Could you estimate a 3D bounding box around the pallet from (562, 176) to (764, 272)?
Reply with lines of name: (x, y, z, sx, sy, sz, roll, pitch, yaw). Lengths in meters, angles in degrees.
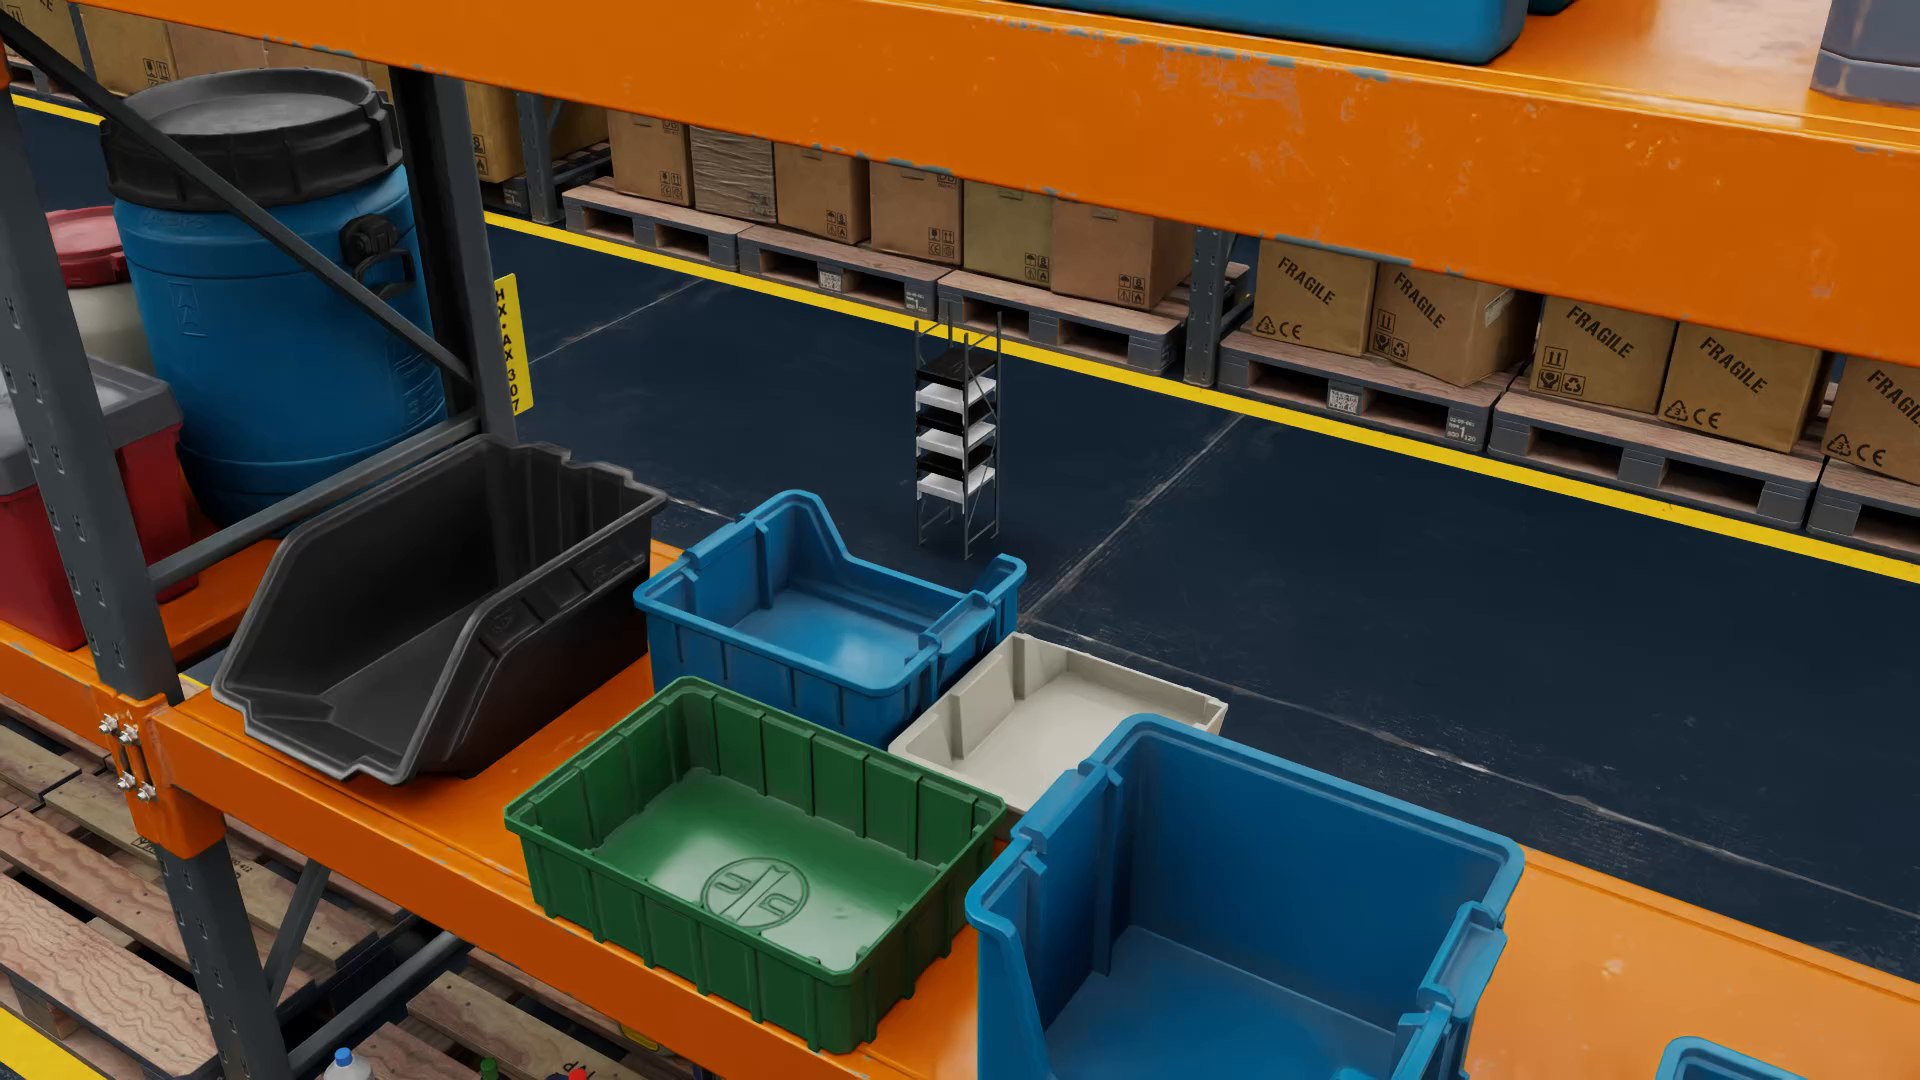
pallet: (-1.412, -1.850, 9.212, 1.213, 0.211, 1.003, 18, 35, 27)

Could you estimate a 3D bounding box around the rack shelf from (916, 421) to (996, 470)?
rack shelf: (-0.007, -0.362, 6.044, 0.200, 0.077, 0.258, 18, 35, 27)

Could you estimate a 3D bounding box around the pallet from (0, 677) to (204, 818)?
pallet: (-3.042, 0.605, 5.003, 1.213, 0.211, 1.003, 18, 35, 27)

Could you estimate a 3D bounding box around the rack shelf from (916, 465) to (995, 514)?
rack shelf: (-0.007, -0.207, 6.134, 0.200, 0.077, 0.258, 18, 35, 27)

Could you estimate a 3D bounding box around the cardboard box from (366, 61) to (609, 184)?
cardboard box: (-2.646, -2.722, 9.631, 0.875, 0.875, 1.225, 16, 34, 25)

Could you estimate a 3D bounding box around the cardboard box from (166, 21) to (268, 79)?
cardboard box: (-4.151, -3.198, 10.447, 0.875, 0.875, 1.225, 16, 34, 26)

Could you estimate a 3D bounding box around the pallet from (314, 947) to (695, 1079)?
pallet: (-0.772, 1.323, 3.773, 1.213, 0.211, 1.003, 18, 35, 27)

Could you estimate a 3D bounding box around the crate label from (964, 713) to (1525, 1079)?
crate label: (0.367, 0.599, 2.211, 0.616, 0.435, 0.502, 18, 35, 27)

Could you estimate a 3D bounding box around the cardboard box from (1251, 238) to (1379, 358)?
cardboard box: (1.632, -1.171, 7.344, 0.500, 0.500, 0.500, 16, 34, 26)

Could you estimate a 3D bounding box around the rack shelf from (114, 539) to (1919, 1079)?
rack shelf: (0.376, 0.767, 2.672, 4.000, 0.370, 1.077, 18, 35, 27)

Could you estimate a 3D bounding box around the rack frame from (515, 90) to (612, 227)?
rack frame: (-2.073, -3.265, 8.869, 0.127, 3.000, 1.000, 18, 35, 27)

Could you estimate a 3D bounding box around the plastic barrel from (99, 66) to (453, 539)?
plastic barrel: (-1.484, -0.528, 3.682, 0.708, 0.901, 0.600, 18, 35, 27)

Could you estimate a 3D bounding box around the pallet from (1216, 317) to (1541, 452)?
pallet: (1.902, -0.824, 7.453, 1.213, 0.211, 1.003, 18, 35, 27)

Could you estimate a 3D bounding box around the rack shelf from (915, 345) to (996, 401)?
rack shelf: (-0.007, -0.595, 5.908, 0.200, 0.077, 0.258, 18, 35, 27)

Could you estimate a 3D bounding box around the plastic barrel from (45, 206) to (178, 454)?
plastic barrel: (-2.012, -0.488, 3.975, 0.433, 0.535, 0.433, 0, 30, 0)

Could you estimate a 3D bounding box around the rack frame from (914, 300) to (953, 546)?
rack frame: (-0.093, -0.418, 6.074, 0.006, 0.900, 0.240, 18, 35, 27)

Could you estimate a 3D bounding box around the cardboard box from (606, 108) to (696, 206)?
cardboard box: (-1.495, -2.204, 9.095, 0.500, 0.500, 0.700, 16, 34, 25)

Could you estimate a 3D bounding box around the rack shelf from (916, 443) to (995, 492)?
rack shelf: (-0.007, -0.284, 6.089, 0.200, 0.077, 0.258, 18, 35, 27)

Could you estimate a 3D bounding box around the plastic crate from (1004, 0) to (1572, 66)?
plastic crate: (0.294, -0.679, 1.476, 0.575, 0.384, 0.392, 18, 35, 27)

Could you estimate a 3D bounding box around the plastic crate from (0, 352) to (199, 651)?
plastic crate: (-1.891, -0.106, 3.391, 0.583, 0.464, 0.402, 18, 35, 27)

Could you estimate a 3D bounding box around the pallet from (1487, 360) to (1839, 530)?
pallet: (2.940, -0.497, 6.893, 1.213, 0.211, 1.003, 18, 35, 27)

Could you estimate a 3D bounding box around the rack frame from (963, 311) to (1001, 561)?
rack frame: (0.079, -0.364, 5.980, 0.006, 0.900, 0.240, 18, 35, 27)

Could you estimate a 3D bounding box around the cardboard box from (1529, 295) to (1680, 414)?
cardboard box: (2.689, -0.888, 6.859, 0.500, 0.500, 0.500, 14, 33, 23)

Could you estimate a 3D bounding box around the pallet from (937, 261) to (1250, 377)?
pallet: (0.655, -1.197, 8.092, 1.213, 0.211, 1.003, 18, 35, 27)

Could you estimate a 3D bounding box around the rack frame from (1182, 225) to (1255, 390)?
rack frame: (1.315, -2.193, 7.032, 0.127, 3.000, 1.000, 18, 35, 27)

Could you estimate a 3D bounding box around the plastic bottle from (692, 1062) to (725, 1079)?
plastic bottle: (-0.515, 1.078, 3.692, 0.135, 0.276, 0.152, 18, 35, 27)

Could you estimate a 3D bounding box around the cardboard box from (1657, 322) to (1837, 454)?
cardboard box: (3.138, -0.719, 6.570, 0.500, 0.500, 0.500, 21, 36, 32)

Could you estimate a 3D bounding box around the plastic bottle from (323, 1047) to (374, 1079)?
plastic bottle: (-1.281, 1.182, 3.519, 0.097, 0.271, 0.097, 0, 30, 0)

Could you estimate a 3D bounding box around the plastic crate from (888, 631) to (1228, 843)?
plastic crate: (0.192, 0.362, 2.915, 0.437, 0.136, 0.530, 18, 35, 27)

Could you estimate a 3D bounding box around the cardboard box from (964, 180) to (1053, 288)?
cardboard box: (0.412, -1.613, 8.082, 0.500, 0.500, 0.700, 17, 34, 27)

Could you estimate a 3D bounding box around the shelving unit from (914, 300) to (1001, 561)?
shelving unit: (-0.007, -0.391, 6.027, 0.210, 0.900, 0.258, 18, 35, 27)

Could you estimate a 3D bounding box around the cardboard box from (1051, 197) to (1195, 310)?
cardboard box: (0.806, -1.477, 7.849, 0.500, 0.500, 0.700, 15, 33, 24)

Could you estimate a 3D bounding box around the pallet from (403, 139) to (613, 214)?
pallet: (-2.701, -2.304, 9.989, 1.213, 0.211, 1.003, 18, 35, 27)

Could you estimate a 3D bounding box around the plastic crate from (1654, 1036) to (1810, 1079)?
plastic crate: (0.940, 0.874, 1.923, 0.408, 0.251, 0.499, 18, 35, 27)

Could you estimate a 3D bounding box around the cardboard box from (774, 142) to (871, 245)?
cardboard box: (-0.534, -1.912, 8.595, 0.500, 0.500, 0.700, 21, 36, 31)

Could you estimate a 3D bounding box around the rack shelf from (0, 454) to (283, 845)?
rack shelf: (-3.012, -0.304, 4.509, 4.000, 0.370, 1.077, 18, 35, 27)

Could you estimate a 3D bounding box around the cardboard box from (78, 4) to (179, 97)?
cardboard box: (-4.908, -3.437, 10.856, 0.875, 0.875, 1.225, 18, 35, 27)

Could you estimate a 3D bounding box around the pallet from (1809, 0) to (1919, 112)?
pallet: (1.421, -0.485, 1.315, 1.213, 0.211, 1.003, 18, 35, 27)

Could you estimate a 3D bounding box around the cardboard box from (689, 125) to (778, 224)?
cardboard box: (-1.018, -2.061, 8.850, 0.500, 0.500, 0.700, 15, 33, 23)

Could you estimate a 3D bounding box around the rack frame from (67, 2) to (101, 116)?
rack frame: (-5.461, -4.336, 10.706, 0.127, 3.000, 1.000, 18, 35, 27)

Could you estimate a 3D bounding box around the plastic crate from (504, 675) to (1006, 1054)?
plastic crate: (-0.319, 0.496, 2.633, 0.662, 0.188, 0.450, 18, 35, 27)

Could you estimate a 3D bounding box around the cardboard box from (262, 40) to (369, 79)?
cardboard box: (-3.397, -2.964, 10.046, 0.875, 0.875, 1.225, 18, 35, 27)

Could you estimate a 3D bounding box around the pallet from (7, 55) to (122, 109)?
pallet: (-6.063, -3.369, 11.815, 1.213, 0.211, 1.003, 18, 35, 27)

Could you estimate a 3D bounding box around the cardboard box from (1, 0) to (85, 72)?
cardboard box: (-5.977, -3.811, 11.497, 0.875, 0.875, 0.875, 18, 35, 27)

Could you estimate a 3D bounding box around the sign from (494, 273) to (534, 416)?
sign: (-1.016, -0.431, 3.737, 0.005, 0.325, 0.100, 18, 35, 27)

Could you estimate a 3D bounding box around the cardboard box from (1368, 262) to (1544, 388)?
cardboard box: (2.122, -1.020, 7.086, 0.500, 0.500, 0.500, -23, 37, -33)

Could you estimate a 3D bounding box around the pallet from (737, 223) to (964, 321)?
pallet: (-0.383, -1.523, 8.651, 1.213, 0.211, 1.003, 18, 35, 27)

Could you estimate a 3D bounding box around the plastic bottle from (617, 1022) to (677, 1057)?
plastic bottle: (-0.696, 0.986, 3.775, 0.185, 0.351, 0.144, 18, 35, 27)

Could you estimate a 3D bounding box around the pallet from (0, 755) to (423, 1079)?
pallet: (-2.004, 0.931, 4.444, 1.213, 0.211, 1.003, 18, 35, 27)

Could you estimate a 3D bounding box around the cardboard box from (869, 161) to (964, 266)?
cardboard box: (-0.062, -1.763, 8.339, 0.500, 0.500, 0.700, 14, 33, 23)

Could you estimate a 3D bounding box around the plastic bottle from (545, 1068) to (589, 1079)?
plastic bottle: (-0.779, 1.207, 3.397, 0.185, 0.351, 0.144, 18, 35, 27)

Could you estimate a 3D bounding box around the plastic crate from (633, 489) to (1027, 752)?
plastic crate: (-0.237, 0.166, 3.137, 0.616, 0.251, 0.499, 18, 35, 27)

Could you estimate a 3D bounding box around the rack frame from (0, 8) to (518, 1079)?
rack frame: (-1.318, -0.079, 3.409, 0.127, 3.000, 1.000, 18, 35, 27)

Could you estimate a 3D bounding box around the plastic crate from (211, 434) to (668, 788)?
plastic crate: (-0.942, 0.142, 3.091, 0.504, 0.338, 0.767, 18, 35, 27)

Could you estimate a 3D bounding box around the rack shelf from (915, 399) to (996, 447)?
rack shelf: (-0.007, -0.440, 5.998, 0.200, 0.077, 0.258, 18, 35, 27)

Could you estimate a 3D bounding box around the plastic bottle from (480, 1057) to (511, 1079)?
plastic bottle: (-0.937, 1.206, 3.465, 0.133, 0.283, 0.061, 18, 35, 27)

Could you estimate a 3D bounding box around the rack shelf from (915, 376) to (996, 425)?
rack shelf: (-0.007, -0.518, 5.953, 0.200, 0.077, 0.258, 18, 35, 27)

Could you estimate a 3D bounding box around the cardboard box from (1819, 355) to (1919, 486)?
cardboard box: (3.658, -0.543, 6.268, 0.500, 0.500, 0.500, -25, 38, -36)

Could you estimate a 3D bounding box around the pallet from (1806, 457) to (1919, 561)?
pallet: (3.969, -0.170, 6.332, 1.213, 0.211, 1.003, 18, 35, 27)

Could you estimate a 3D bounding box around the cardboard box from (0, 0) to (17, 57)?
cardboard box: (-6.740, -4.052, 11.911, 0.875, 0.875, 0.875, 18, 35, 27)
